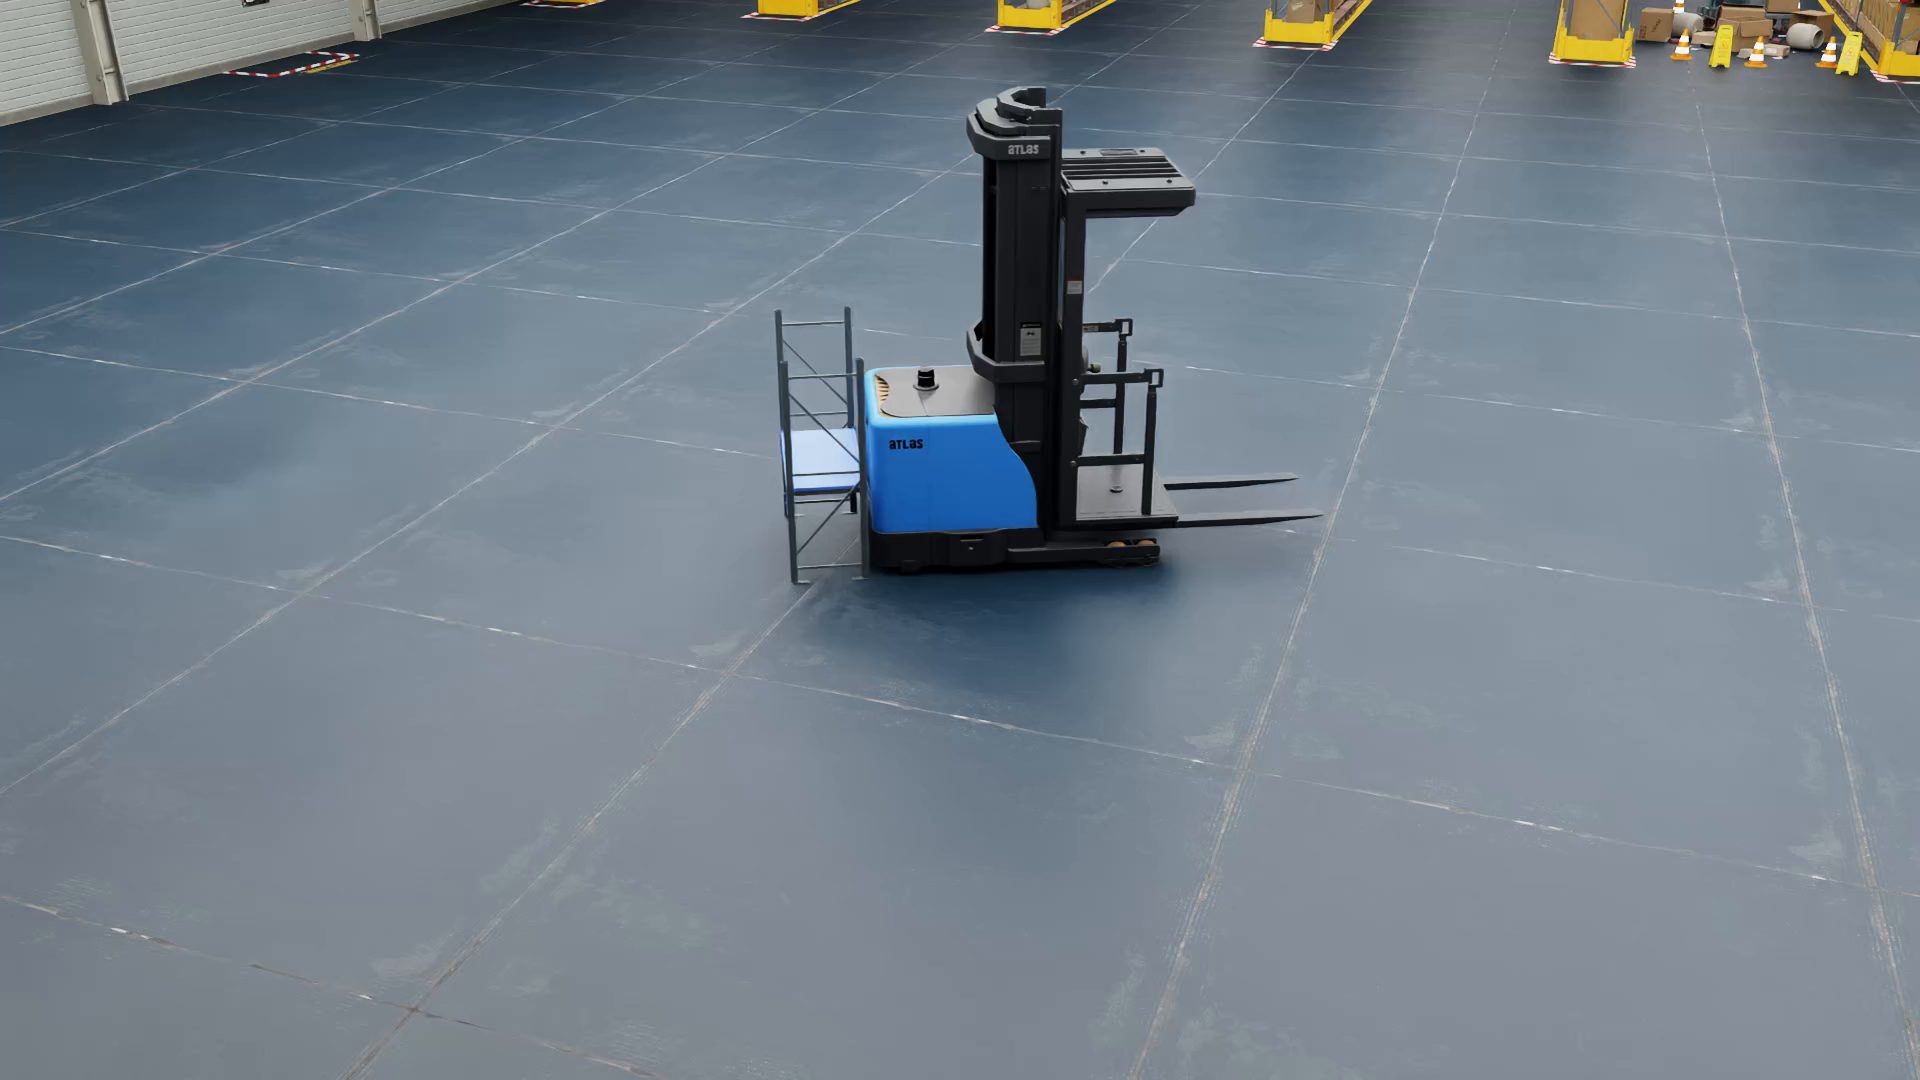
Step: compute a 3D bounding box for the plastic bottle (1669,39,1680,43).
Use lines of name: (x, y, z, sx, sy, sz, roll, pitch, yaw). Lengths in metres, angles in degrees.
plastic bottle: (12.706, -8.831, 29.419, 0.283, 0.061, 0.133, 0, 26, -1)

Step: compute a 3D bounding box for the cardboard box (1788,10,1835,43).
cardboard box: (15.025, -9.056, 29.378, 0.500, 0.500, 0.500, -14, 29, -27)

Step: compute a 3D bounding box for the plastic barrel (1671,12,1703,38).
plastic barrel: (13.032, -9.251, 29.872, 0.421, 0.421, 0.512, -14, 29, -27)

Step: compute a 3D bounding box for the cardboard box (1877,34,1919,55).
cardboard box: (15.357, -8.112, 27.236, 0.500, 0.250, 0.500, 9, 27, 17)

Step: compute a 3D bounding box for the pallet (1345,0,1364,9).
pallet: (7.577, -10.926, 33.573, 1.003, 0.211, 1.213, 9, 27, 17)

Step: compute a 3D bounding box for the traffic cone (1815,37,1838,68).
traffic cone: (14.260, -8.001, 27.245, 0.336, 0.463, 0.334, 9, 27, 17)

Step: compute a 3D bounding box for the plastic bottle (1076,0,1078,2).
plastic bottle: (2.249, -10.616, 32.440, 0.097, 0.201, 0.097, 0, 26, 0)

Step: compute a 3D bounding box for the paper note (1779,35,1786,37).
paper note: (14.880, -9.117, 30.044, 0.148, 0.019, 0.142, 9, 27, 17)

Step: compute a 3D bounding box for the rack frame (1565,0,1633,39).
rack frame: (10.632, -9.456, 27.338, 1.000, 3.000, 0.127, 9, 27, 17)

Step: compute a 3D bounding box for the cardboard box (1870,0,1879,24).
cardboard box: (15.873, -9.074, 28.363, 0.500, 0.500, 0.500, 10, 28, 20)

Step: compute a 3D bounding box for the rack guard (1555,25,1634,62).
rack guard: (10.624, -8.321, 27.862, 1.175, 0.500, 0.348, 9, 27, 17)

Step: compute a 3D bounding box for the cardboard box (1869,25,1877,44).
cardboard box: (15.698, -8.530, 28.098, 0.500, 0.250, 0.500, 8, 27, 16)

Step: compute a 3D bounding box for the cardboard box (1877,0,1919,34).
cardboard box: (15.525, -8.650, 27.487, 0.500, 0.500, 0.500, 10, 28, 19)

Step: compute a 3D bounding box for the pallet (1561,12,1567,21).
pallet: (11.636, -9.543, 30.718, 1.003, 0.211, 1.213, 9, 27, 17)

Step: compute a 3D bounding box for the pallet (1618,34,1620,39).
pallet: (10.824, -8.541, 28.647, 1.003, 0.211, 1.213, 9, 27, 17)

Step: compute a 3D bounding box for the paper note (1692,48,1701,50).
paper note: (12.741, -8.500, 28.772, 0.144, 0.017, 0.142, 20, 32, 35)

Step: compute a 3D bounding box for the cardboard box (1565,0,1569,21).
cardboard box: (11.086, -9.339, 29.052, 0.875, 0.875, 0.875, 8, 27, 17)

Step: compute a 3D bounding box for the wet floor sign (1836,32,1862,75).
wet floor sign: (14.261, -7.797, 26.613, 0.267, 0.644, 0.232, 20, 32, 35)

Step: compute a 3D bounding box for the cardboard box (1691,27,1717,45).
cardboard box: (13.128, -8.896, 29.318, 0.396, 0.266, 0.258, 14, 29, 26)

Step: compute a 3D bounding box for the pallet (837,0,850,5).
pallet: (-2.729, -11.220, 34.180, 1.003, 0.211, 1.213, 9, 27, 17)

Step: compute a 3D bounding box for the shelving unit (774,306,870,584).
shelving unit: (-0.903, -0.631, 10.832, 0.538, 1.500, 1.048, -3, 26, -7)

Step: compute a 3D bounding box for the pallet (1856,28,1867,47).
pallet: (16.475, -8.887, 29.363, 1.003, 0.211, 1.213, 9, 27, 17)

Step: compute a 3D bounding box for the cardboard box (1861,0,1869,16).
cardboard box: (16.214, -9.509, 29.260, 0.500, 0.500, 0.500, 10, 28, 20)

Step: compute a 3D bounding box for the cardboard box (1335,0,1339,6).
cardboard box: (6.965, -10.529, 31.941, 0.500, 0.500, 0.500, 19, 32, 34)

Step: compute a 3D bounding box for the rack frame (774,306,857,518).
rack frame: (-0.972, -0.850, 11.286, 0.500, 1.500, 0.032, -3, 26, -7)

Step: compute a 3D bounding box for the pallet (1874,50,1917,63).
pallet: (15.663, -7.884, 27.292, 1.003, 0.211, 1.213, 9, 27, 17)

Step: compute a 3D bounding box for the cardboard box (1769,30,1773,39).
cardboard box: (14.370, -9.169, 29.883, 0.258, 0.266, 0.396, -9, 27, -18)

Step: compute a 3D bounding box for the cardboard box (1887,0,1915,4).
cardboard box: (15.413, -8.888, 27.233, 0.380, 0.149, 0.250, 10, 27, 19)

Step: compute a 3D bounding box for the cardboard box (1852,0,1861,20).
cardboard box: (16.837, -9.645, 30.263, 0.950, 0.372, 0.625, 9, 27, 18)

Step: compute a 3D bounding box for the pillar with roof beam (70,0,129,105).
pillar with roof beam: (-8.541, -9.929, 21.431, 9.100, 9.000, 0.400, 9, 27, 17)

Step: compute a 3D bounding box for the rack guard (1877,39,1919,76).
rack guard: (15.359, -7.686, 26.550, 1.175, 0.500, 0.348, 9, 27, 17)

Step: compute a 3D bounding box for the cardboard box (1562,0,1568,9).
cardboard box: (12.085, -10.544, 31.685, 1.050, 0.750, 0.750, 9, 27, 17)

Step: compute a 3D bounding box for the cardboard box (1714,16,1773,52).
cardboard box: (13.531, -8.745, 28.734, 0.797, 0.503, 0.637, -9, 27, -18)

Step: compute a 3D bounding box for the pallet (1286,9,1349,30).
pallet: (6.725, -9.821, 31.292, 1.003, 0.211, 1.213, 9, 27, 17)

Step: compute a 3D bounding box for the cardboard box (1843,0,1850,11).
cardboard box: (17.303, -10.227, 31.465, 0.950, 0.372, 0.625, 10, 27, 19)

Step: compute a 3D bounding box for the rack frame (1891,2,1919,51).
rack frame: (15.334, -8.780, 25.941, 1.000, 3.000, 0.127, 9, 27, 17)

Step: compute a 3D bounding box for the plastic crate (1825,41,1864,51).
plastic crate: (15.369, -8.583, 28.885, 0.402, 0.080, 0.583, 0, 26, -1)

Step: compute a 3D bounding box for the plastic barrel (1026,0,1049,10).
plastic barrel: (1.465, -10.286, 31.425, 0.421, 0.512, 0.421, 0, 26, 0)

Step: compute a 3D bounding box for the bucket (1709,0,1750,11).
bucket: (14.092, -9.920, 30.309, 0.726, 0.611, 0.620, 20, 22, 35)

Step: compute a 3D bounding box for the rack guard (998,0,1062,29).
rack guard: (1.299, -9.848, 31.016, 1.175, 0.500, 0.348, 9, 27, 17)

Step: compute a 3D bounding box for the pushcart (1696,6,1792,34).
pushcart: (14.498, -9.553, 30.548, 1.648, 0.377, 0.936, 0, 26, -1)

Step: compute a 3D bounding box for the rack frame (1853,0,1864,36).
rack frame: (16.665, -10.423, 29.336, 1.000, 3.000, 0.127, 9, 27, 17)

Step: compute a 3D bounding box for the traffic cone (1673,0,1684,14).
traffic cone: (13.833, -10.290, 31.971, 0.336, 0.463, 0.334, 9, 27, 17)

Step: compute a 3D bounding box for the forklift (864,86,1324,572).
forklift: (0.891, -1.367, 10.710, 3.031, 2.935, 1.130, -3, 26, -5)

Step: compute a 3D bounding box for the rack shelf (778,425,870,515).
rack shelf: (-0.903, -0.469, 10.911, 0.538, 0.185, 1.000, -3, 26, -7)

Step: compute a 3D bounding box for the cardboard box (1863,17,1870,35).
cardboard box: (16.047, -8.950, 28.967, 0.500, 0.250, 0.500, 10, 28, 20)

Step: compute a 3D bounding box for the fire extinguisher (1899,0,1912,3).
fire extinguisher: (14.861, -8.764, 25.999, 0.296, 0.674, 0.183, 9, 27, 17)

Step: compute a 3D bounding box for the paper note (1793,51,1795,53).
paper note: (14.315, -8.376, 28.538, 0.032, 0.001, 0.123, 9, 27, 17)

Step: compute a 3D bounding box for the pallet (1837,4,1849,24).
pallet: (17.327, -9.991, 31.644, 1.003, 0.211, 1.213, 9, 27, 17)

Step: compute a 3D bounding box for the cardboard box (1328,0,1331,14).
cardboard box: (6.605, -10.040, 30.931, 0.500, 0.500, 0.500, 11, 28, 22)

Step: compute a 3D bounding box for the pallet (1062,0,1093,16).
pallet: (1.982, -10.551, 32.799, 1.003, 0.211, 1.213, 9, 27, 17)
